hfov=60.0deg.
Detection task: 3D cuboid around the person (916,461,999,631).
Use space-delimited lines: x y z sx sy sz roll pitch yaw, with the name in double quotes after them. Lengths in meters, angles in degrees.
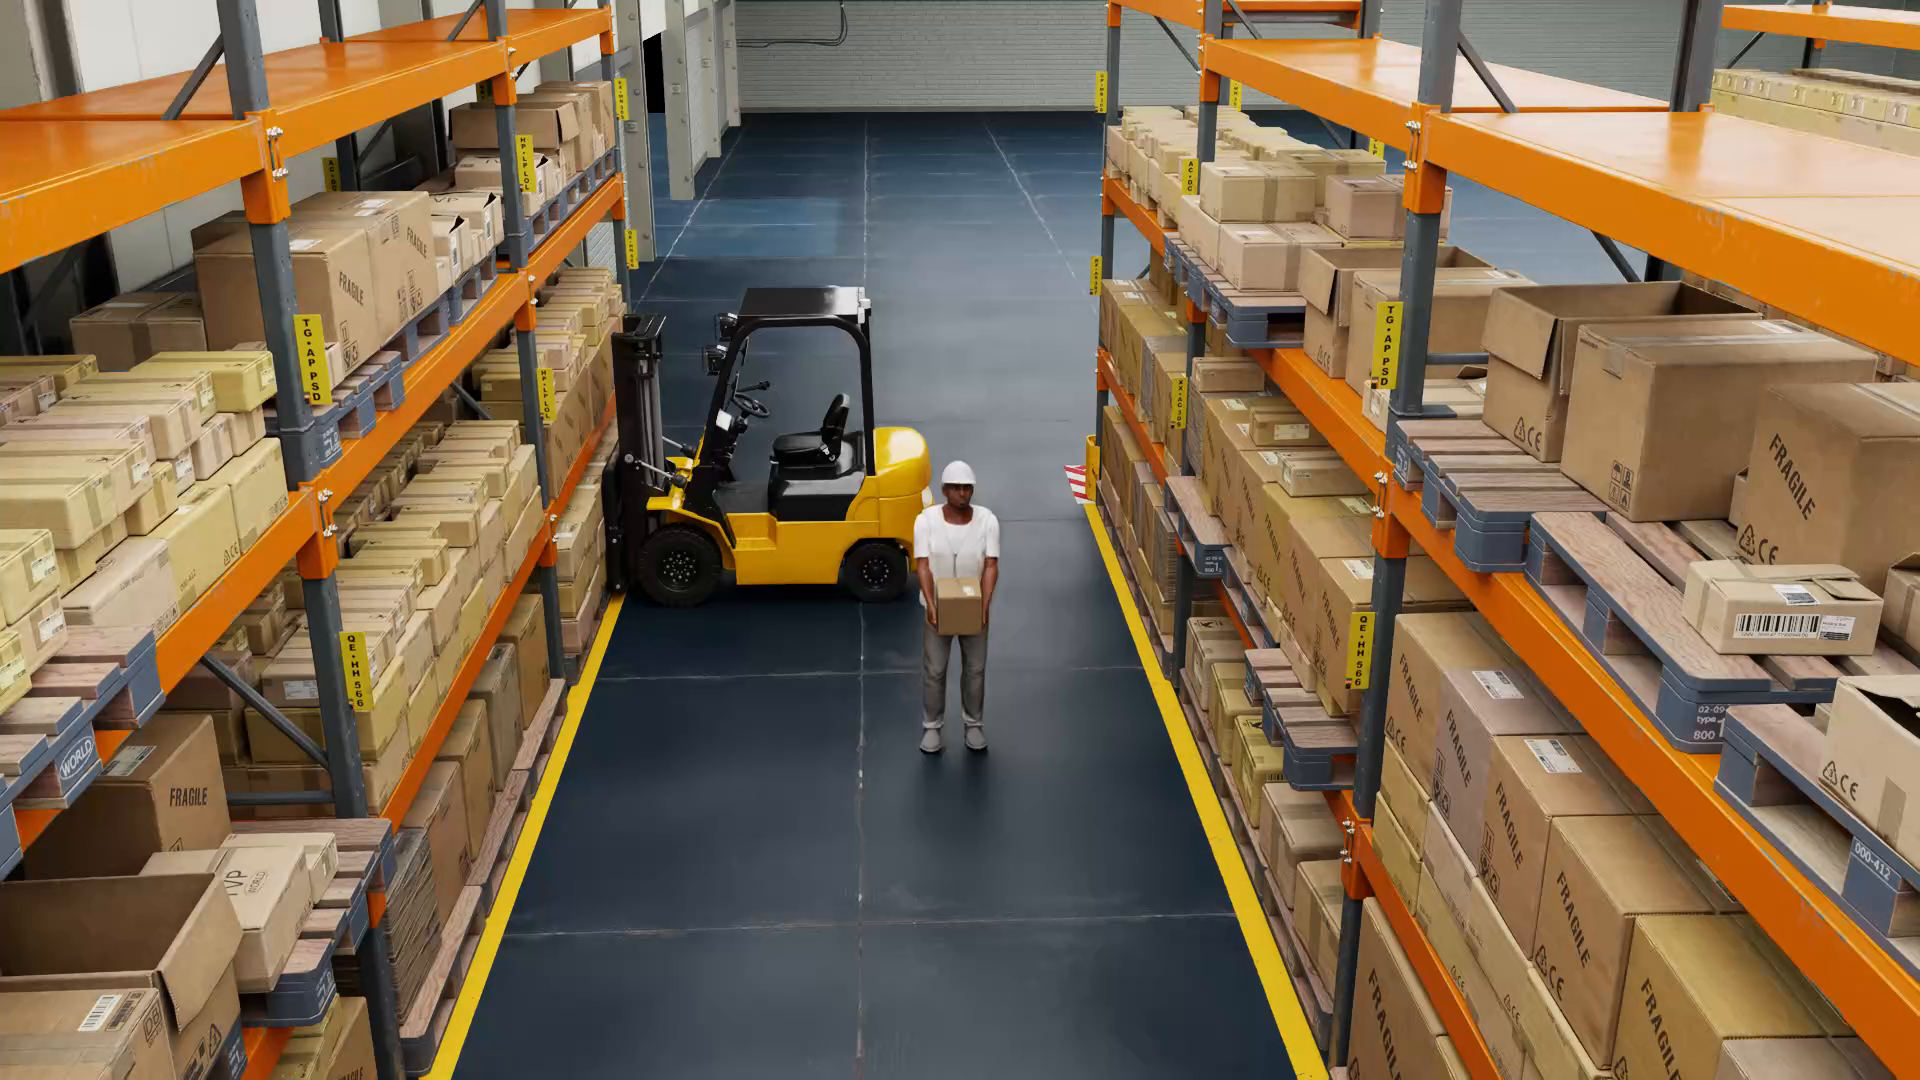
-0.012 0.032 9.743 0.495 0.934 0.571 -1 20 -3 "person"
